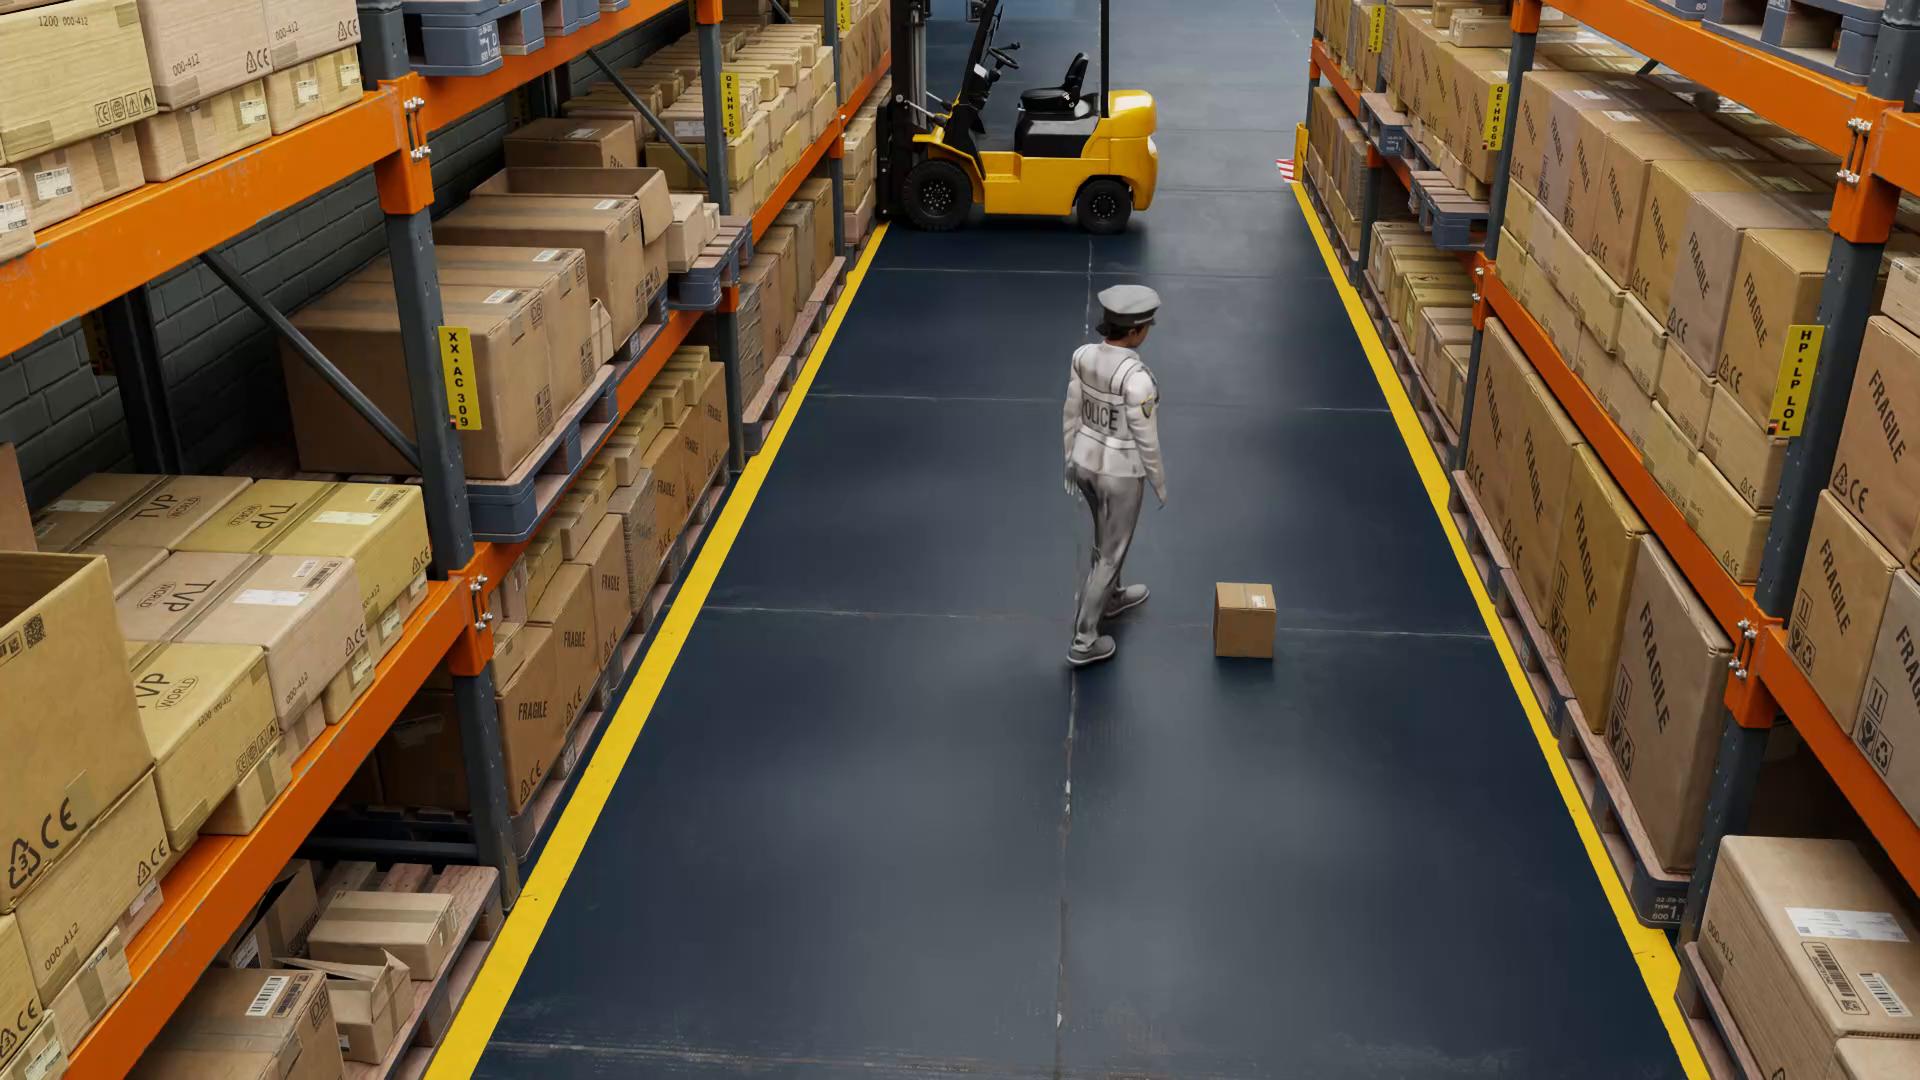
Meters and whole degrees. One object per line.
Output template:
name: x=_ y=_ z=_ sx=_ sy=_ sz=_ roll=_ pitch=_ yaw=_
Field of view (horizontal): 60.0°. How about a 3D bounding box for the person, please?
person: x=0.699 y=-0.310 z=7.247 sx=0.699 sy=1.637 sz=0.520 roll=-15 pitch=29 yaw=-29
